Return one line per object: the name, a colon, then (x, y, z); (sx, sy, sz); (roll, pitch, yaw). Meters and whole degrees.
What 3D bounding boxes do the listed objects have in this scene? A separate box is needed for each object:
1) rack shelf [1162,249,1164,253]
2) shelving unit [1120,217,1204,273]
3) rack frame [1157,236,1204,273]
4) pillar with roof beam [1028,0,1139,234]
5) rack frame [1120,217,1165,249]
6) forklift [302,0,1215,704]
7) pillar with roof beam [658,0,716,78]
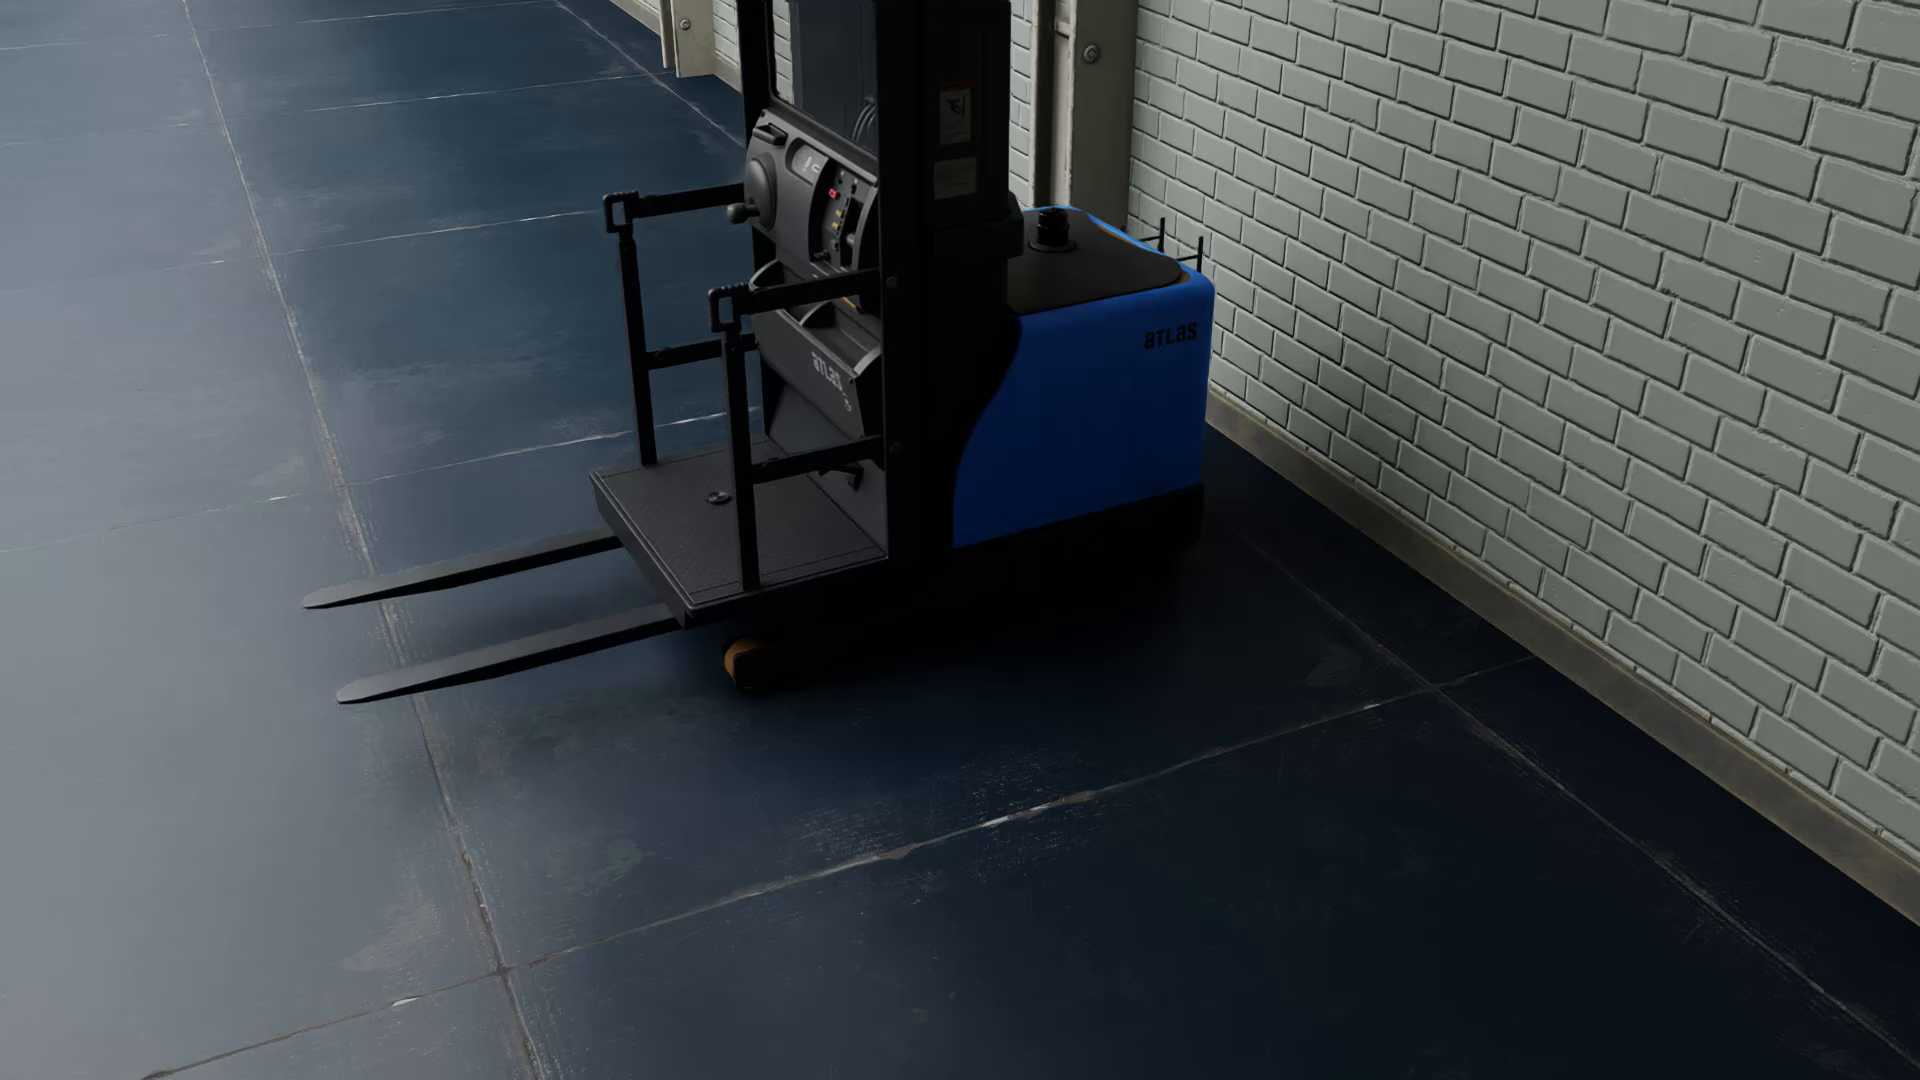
rack shelf: (0.743, -0.920, 6.259); (0.215, 0.259, 0.240); (-15, 33, -25)
shelving unit: (0.743, -0.682, 6.393); (0.215, 1.050, 0.252); (-15, 33, -25)
rack frame: (0.802, -0.630, 6.300); (0.200, 1.050, 0.008); (-15, 33, -25)
pillar with roof beam: (-3.354, -3.935, 4.067); (9.100, 9.000, 0.400); (-13, 32, -22)
rack frame: (0.684, -0.734, 6.486); (0.200, 1.050, 0.008); (-15, 33, -25)
forklift: (-0.662, -1.092, 5.200); (3.031, 2.935, 1.130); (-15, 32, -24)
pillar with roof beam: (-5.930, -6.585, 8.793); (9.100, 9.000, 0.400); (-13, 32, -22)
